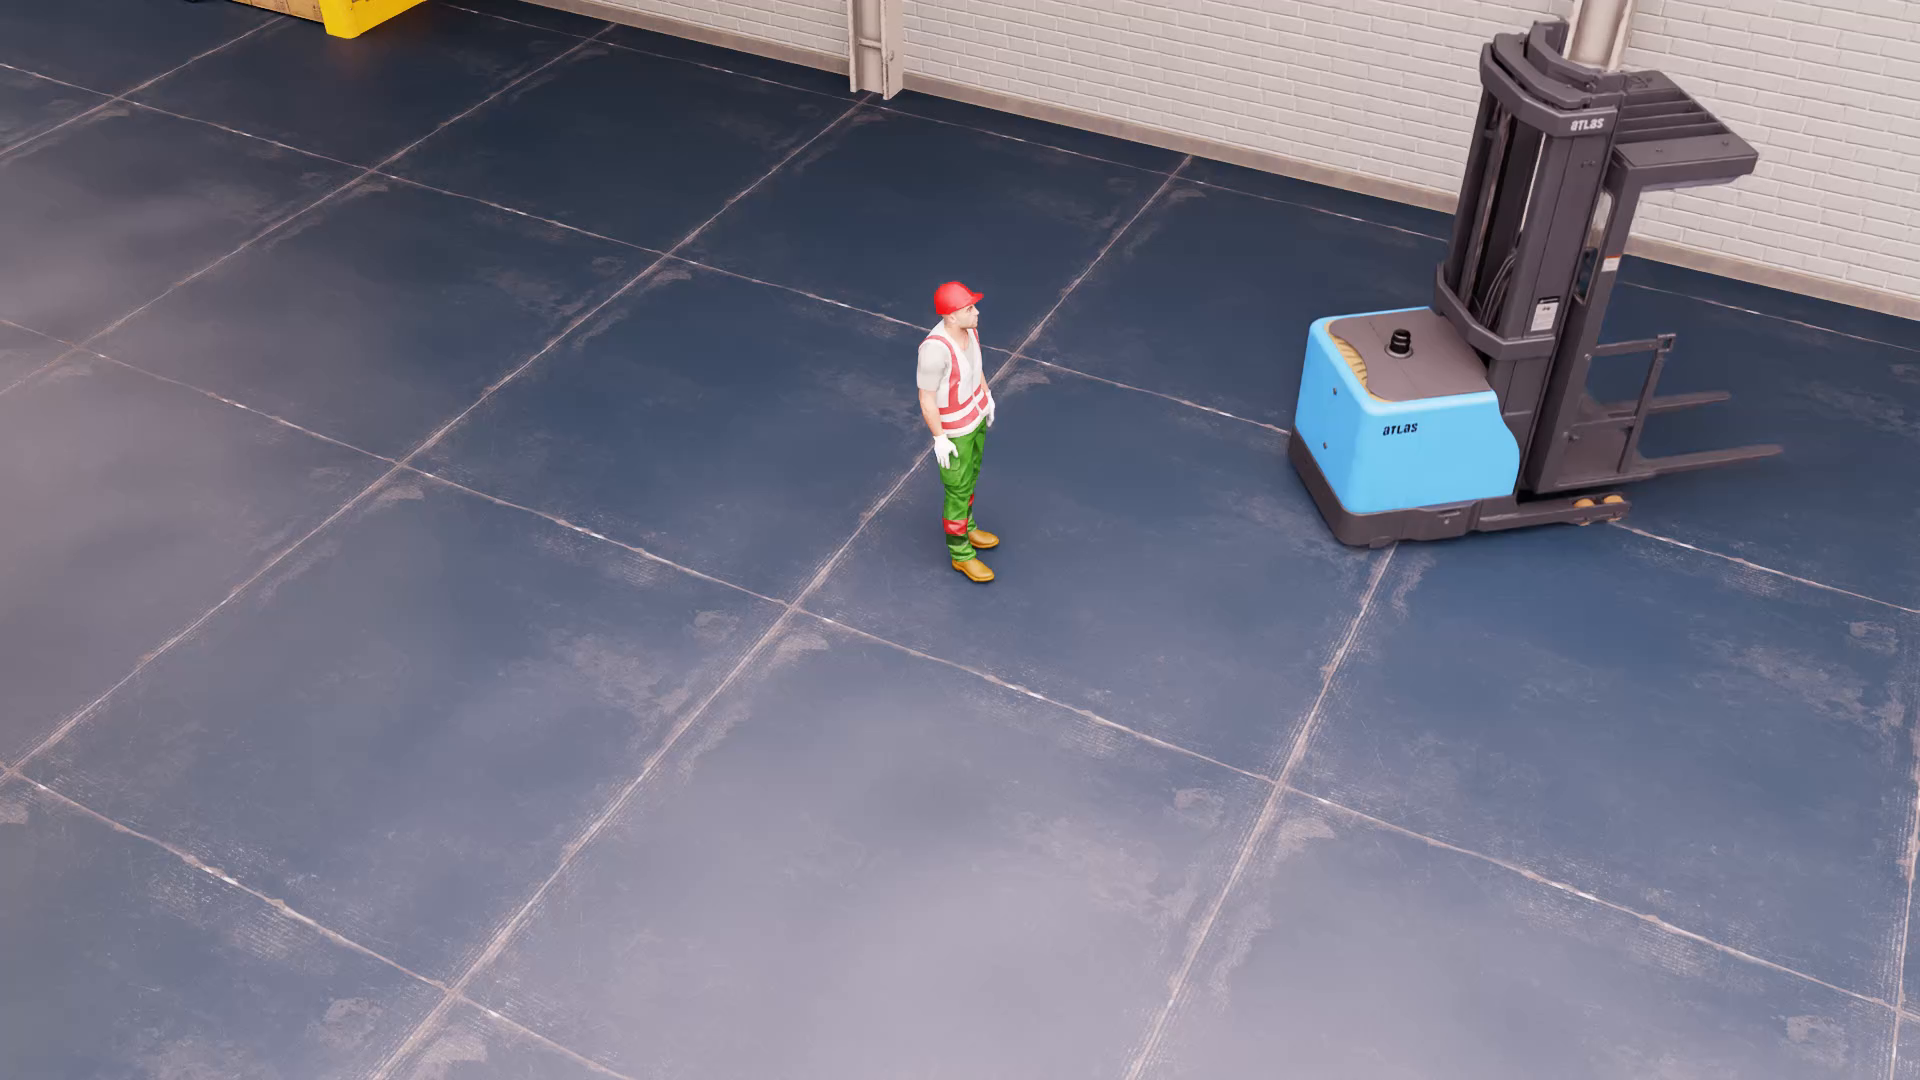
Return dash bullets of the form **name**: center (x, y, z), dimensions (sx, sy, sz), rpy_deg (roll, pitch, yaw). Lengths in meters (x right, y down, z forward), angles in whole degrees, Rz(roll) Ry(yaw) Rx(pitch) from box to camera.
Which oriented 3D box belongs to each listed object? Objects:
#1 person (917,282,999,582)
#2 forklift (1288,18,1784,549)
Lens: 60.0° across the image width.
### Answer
- **person**: center (0.066, -0.658, 9.646), dimensions (0.564, 1.782, 0.638), rpy_deg (18, 43, 21)
- **forklift**: center (3.702, -1.540, 9.815), dimensions (3.031, 2.935, 1.130), rpy_deg (-7, 41, -9)
